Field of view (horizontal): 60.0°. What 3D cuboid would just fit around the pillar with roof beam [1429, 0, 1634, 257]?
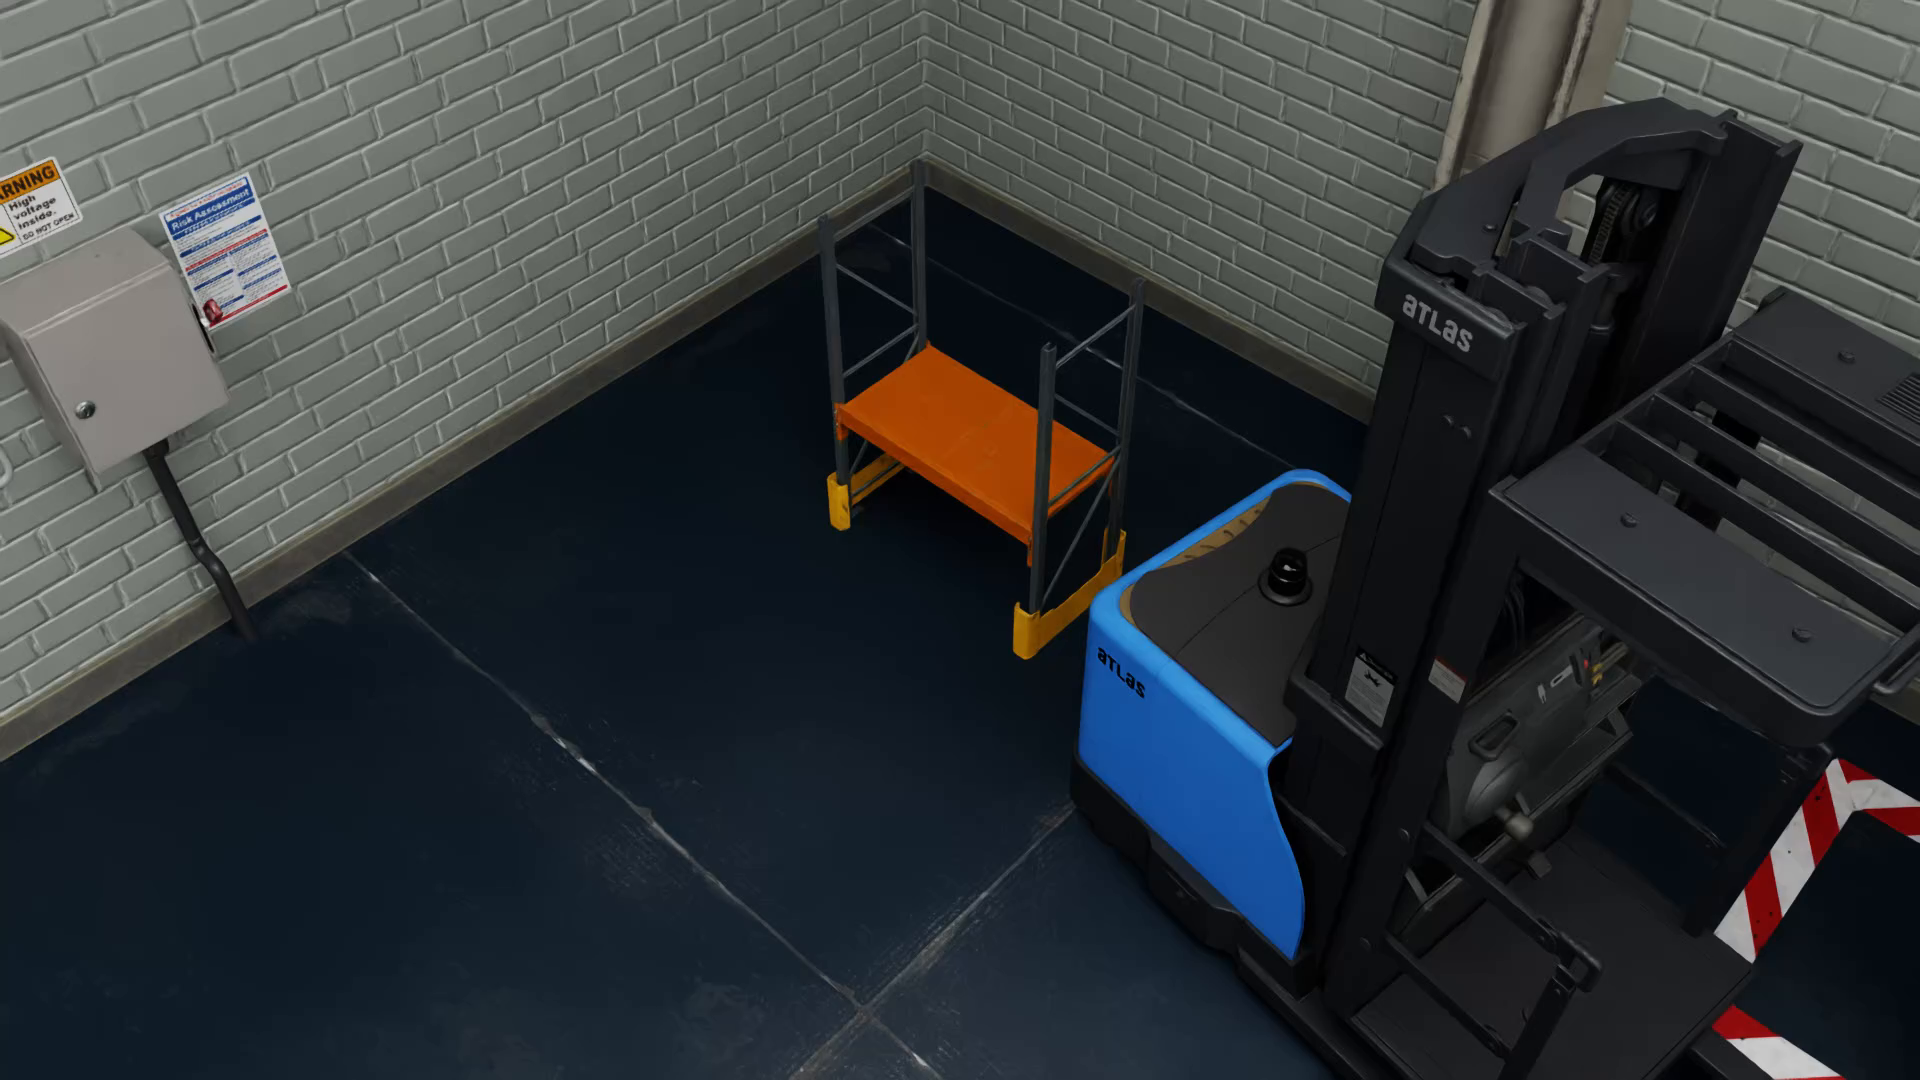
[{"bbox_3d":[-0.982,-1.041,1.555,0.400,9.000,9.100,34,55,28],"label":"pillar with roof beam"}]

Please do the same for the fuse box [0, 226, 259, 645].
[{"bbox_3d":[-2.683,-0.205,5.768,0.414,1.711,0.539,34,55,28],"label":"fuse box"}]

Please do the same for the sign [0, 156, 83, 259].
[{"bbox_3d":[-2.873,-1.001,5.066,0.001,0.242,0.339,34,55,28],"label":"sign"}]

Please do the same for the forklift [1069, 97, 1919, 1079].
[{"bbox_3d":[1.702,0.525,4.246,1.130,2.935,3.031,-31,54,-26],"label":"forklift"}]

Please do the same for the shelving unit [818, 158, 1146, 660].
[{"bbox_3d":[0.056,-0.476,6.168,1.083,1.500,0.587,34,55,28],"label":"shelving unit"}]

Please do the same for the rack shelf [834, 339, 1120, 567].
[{"bbox_3d":[0.063,-0.348,6.295,1.000,0.185,0.538,34,55,28],"label":"rack shelf"}]

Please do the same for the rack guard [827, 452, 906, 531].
[{"bbox_3d":[-0.310,-0.294,6.855,0.087,0.250,0.587,34,55,28],"label":"rack guard"}]

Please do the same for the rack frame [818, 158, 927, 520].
[{"bbox_3d":[-0.311,-0.723,6.400,0.032,1.500,0.500,34,55,28],"label":"rack frame"}]

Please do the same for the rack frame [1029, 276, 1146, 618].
[{"bbox_3d":[0.436,-0.220,5.928,0.032,1.500,0.500,34,55,28],"label":"rack frame"}]

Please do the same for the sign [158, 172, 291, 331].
[{"bbox_3d":[-2.500,-0.980,5.678,0.001,0.494,0.329,34,55,28],"label":"sign"}]

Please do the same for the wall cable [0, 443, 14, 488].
[{"bbox_3d":[-3.262,-0.706,4.658,0.122,1.984,0.588,34,55,28],"label":"wall cable"}]

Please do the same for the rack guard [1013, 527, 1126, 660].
[{"bbox_3d":[0.422,0.198,6.392,0.087,0.250,0.587,34,55,28],"label":"rack guard"}]
